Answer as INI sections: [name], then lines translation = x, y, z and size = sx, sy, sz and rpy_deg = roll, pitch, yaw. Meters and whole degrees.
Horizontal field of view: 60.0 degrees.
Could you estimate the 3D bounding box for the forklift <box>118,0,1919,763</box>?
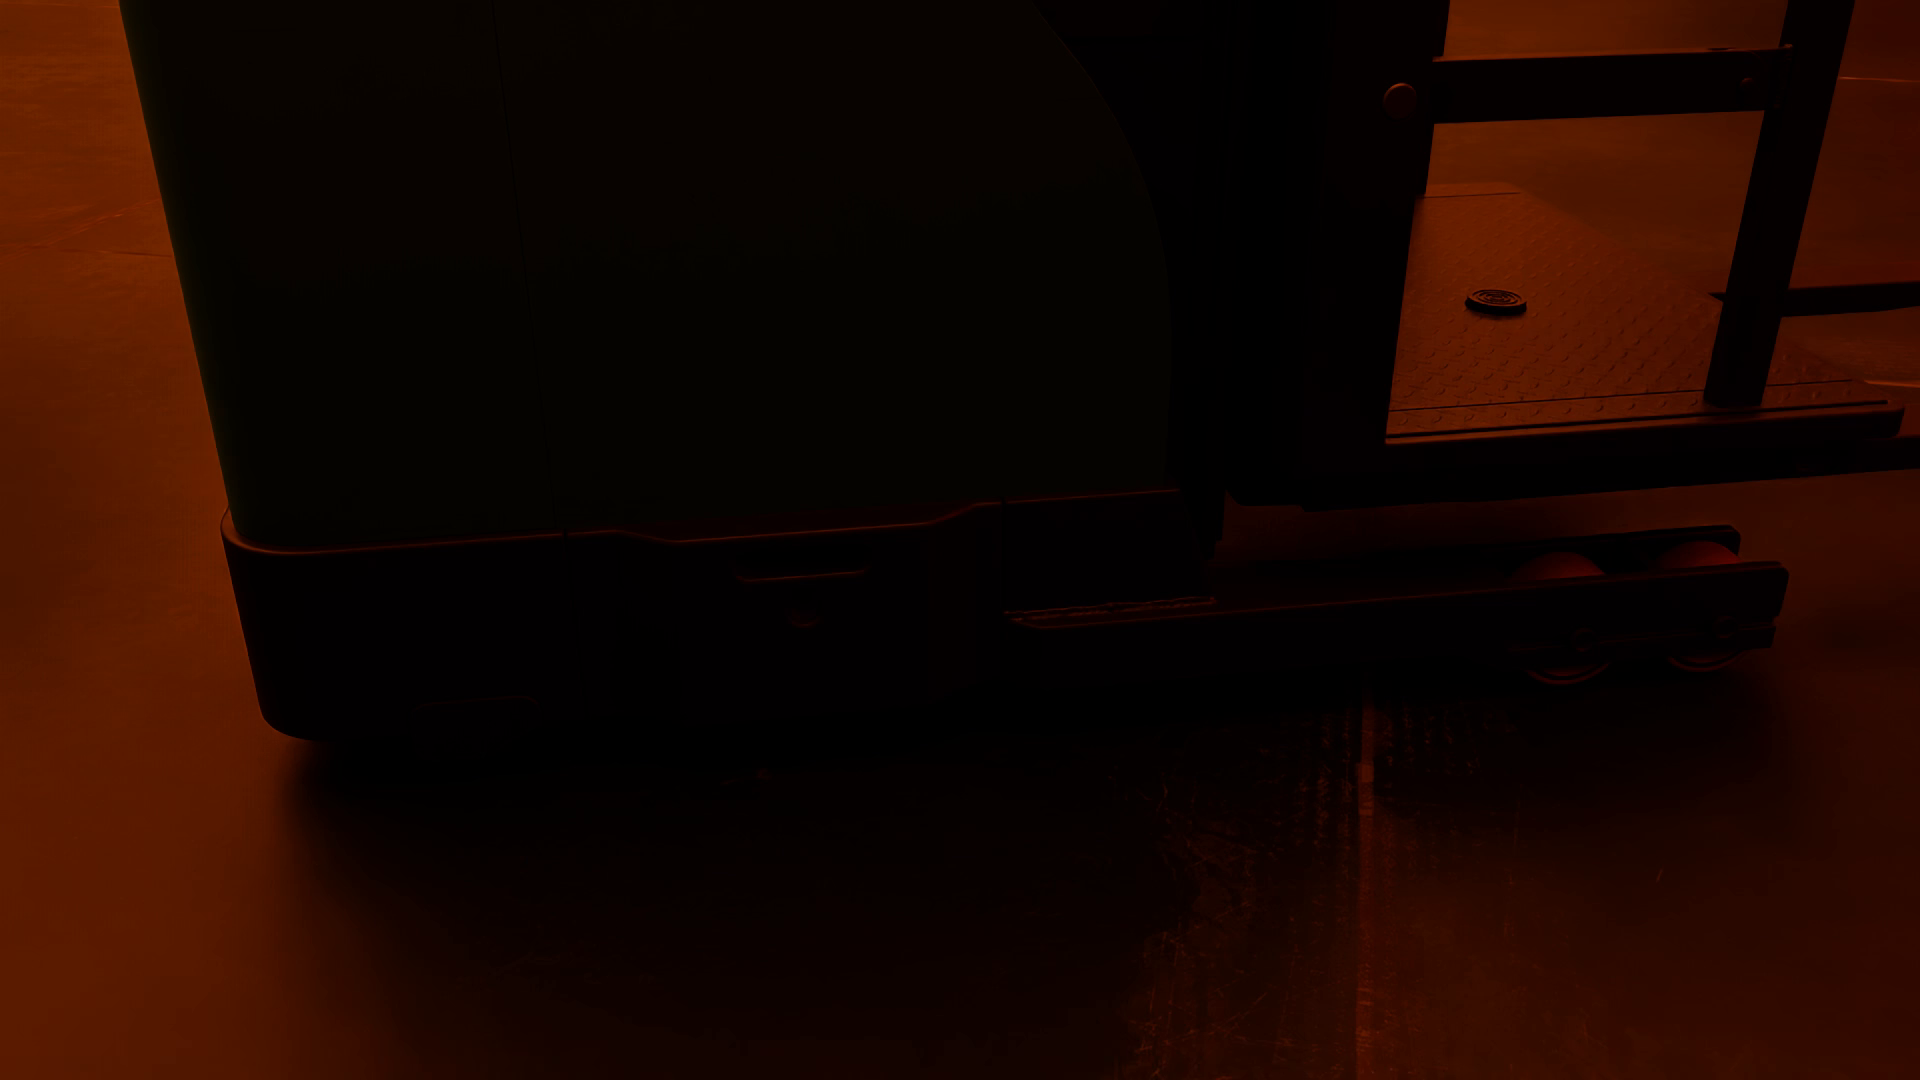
[forklift]
translation = 0.600, -1.354, 1.930
size = 3.031, 2.935, 1.130
rpy_deg = -4, 27, -9
